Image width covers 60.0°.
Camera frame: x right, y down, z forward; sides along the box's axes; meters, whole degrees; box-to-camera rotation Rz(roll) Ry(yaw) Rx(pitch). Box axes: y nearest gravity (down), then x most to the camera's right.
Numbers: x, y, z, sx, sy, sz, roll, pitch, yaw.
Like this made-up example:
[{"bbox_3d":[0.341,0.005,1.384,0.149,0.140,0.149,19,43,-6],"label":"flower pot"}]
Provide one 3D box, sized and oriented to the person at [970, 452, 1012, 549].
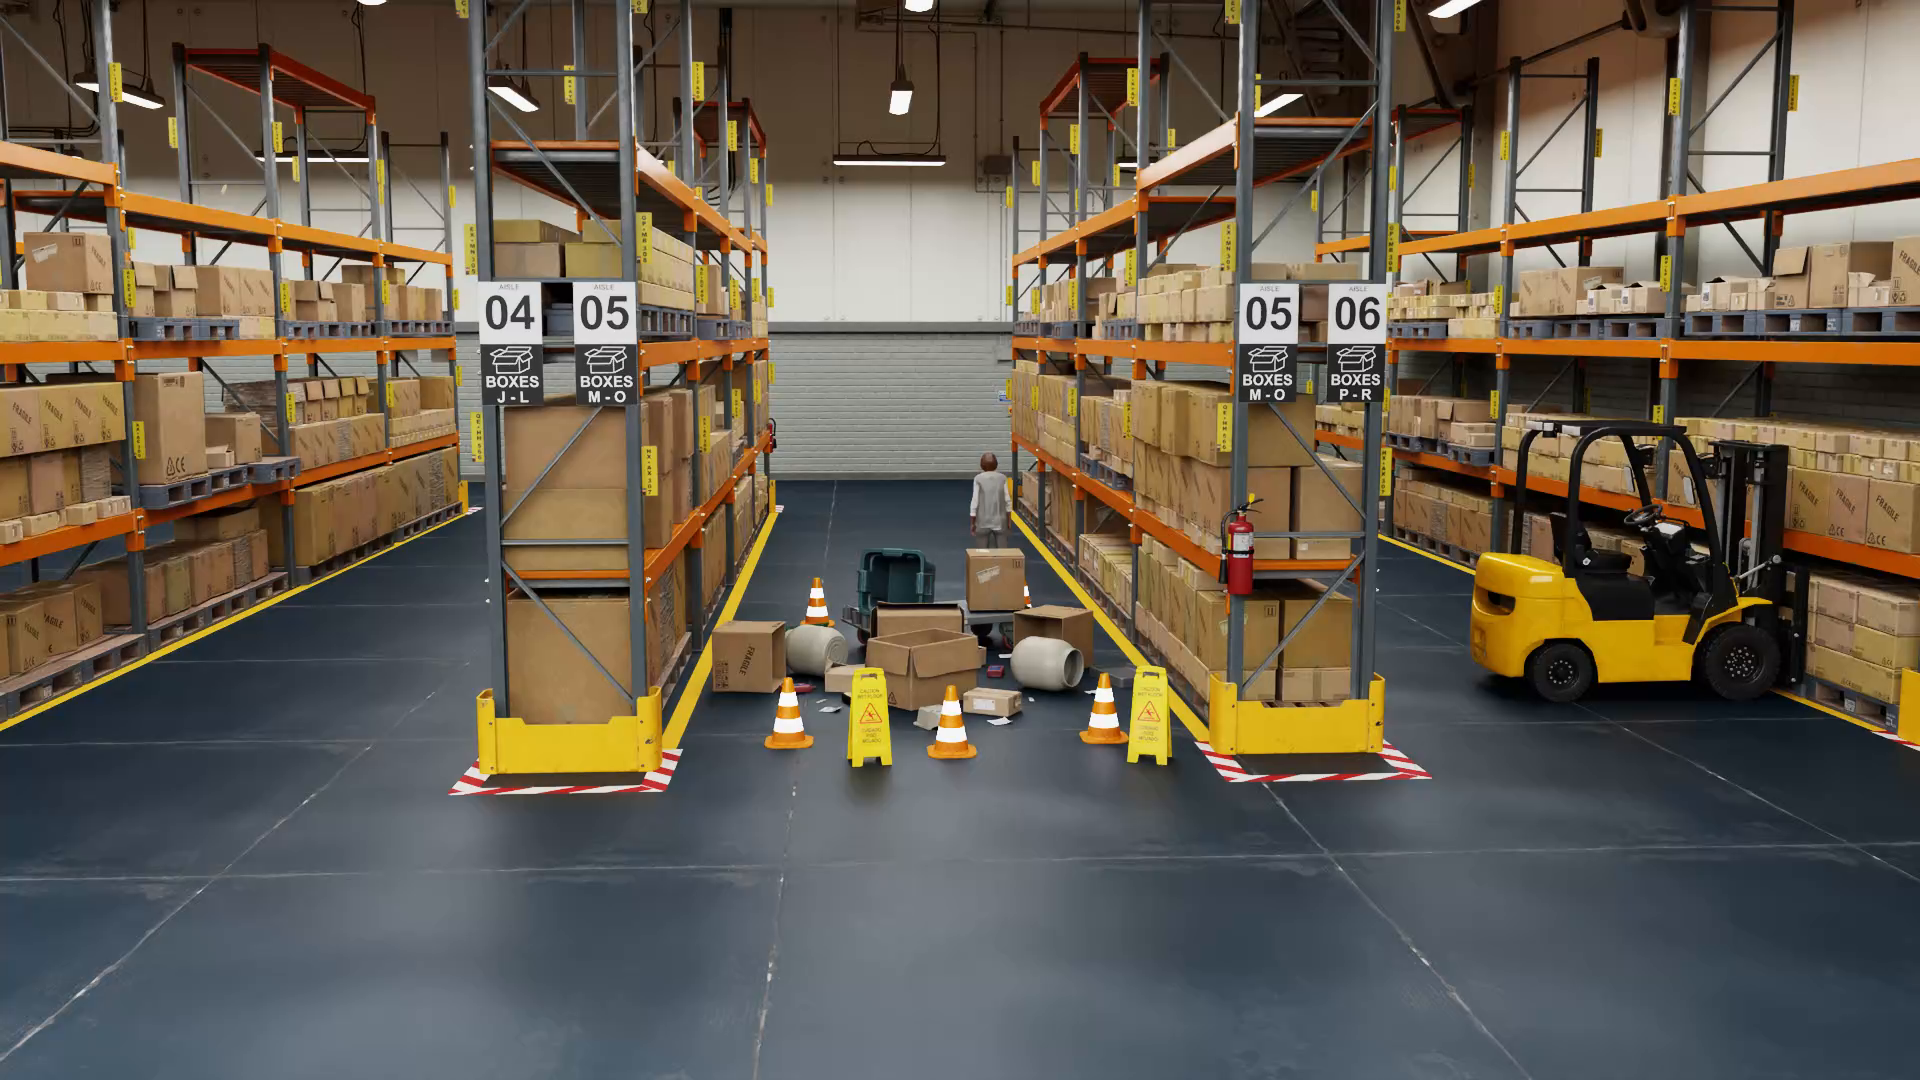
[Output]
[{"bbox_3d":[0.338,-0.156,18.060,0.470,1.592,0.377,-1,7,-6],"label":"person"}]
